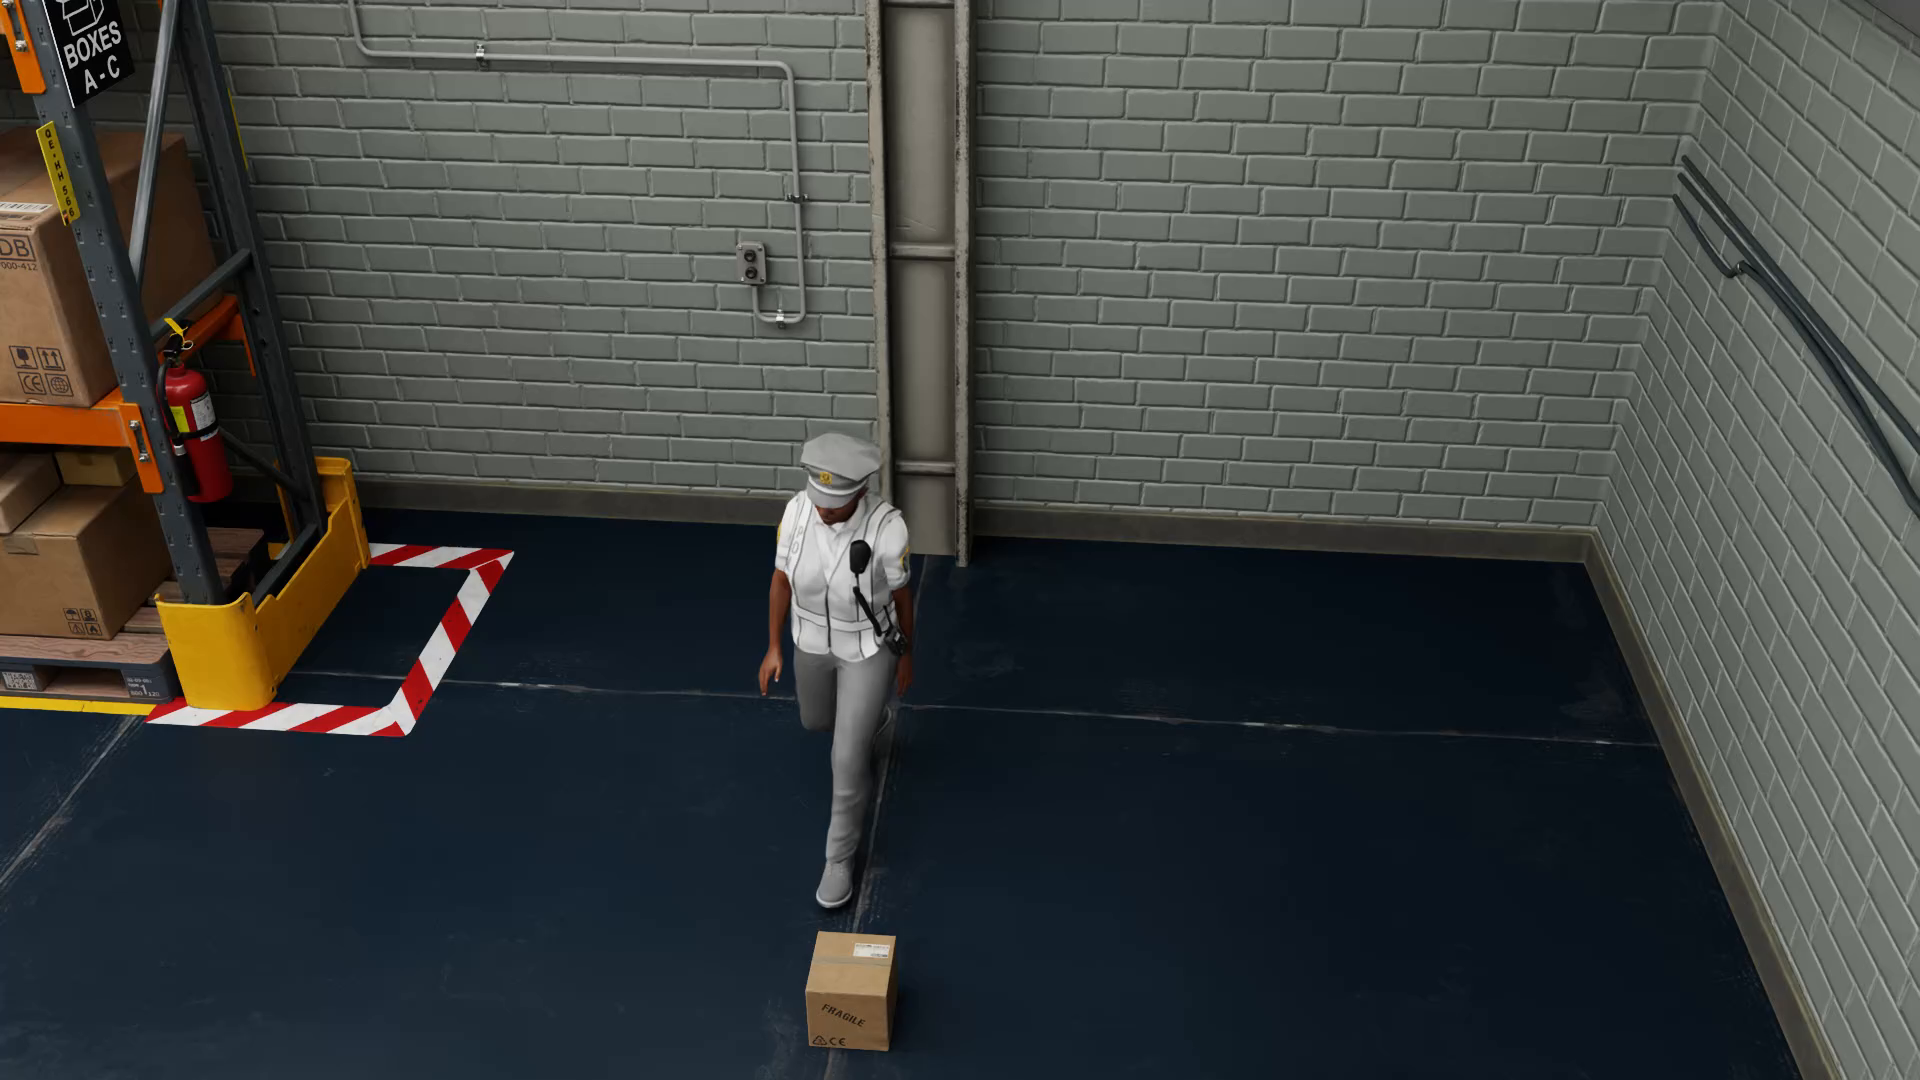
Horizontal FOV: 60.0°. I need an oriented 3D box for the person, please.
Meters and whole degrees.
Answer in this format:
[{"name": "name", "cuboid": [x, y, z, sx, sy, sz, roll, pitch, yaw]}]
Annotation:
[{"name": "person", "cuboid": [-0.379, 0.338, 5.589, 0.461, 1.622, 0.894, 13, 34, 20]}]
